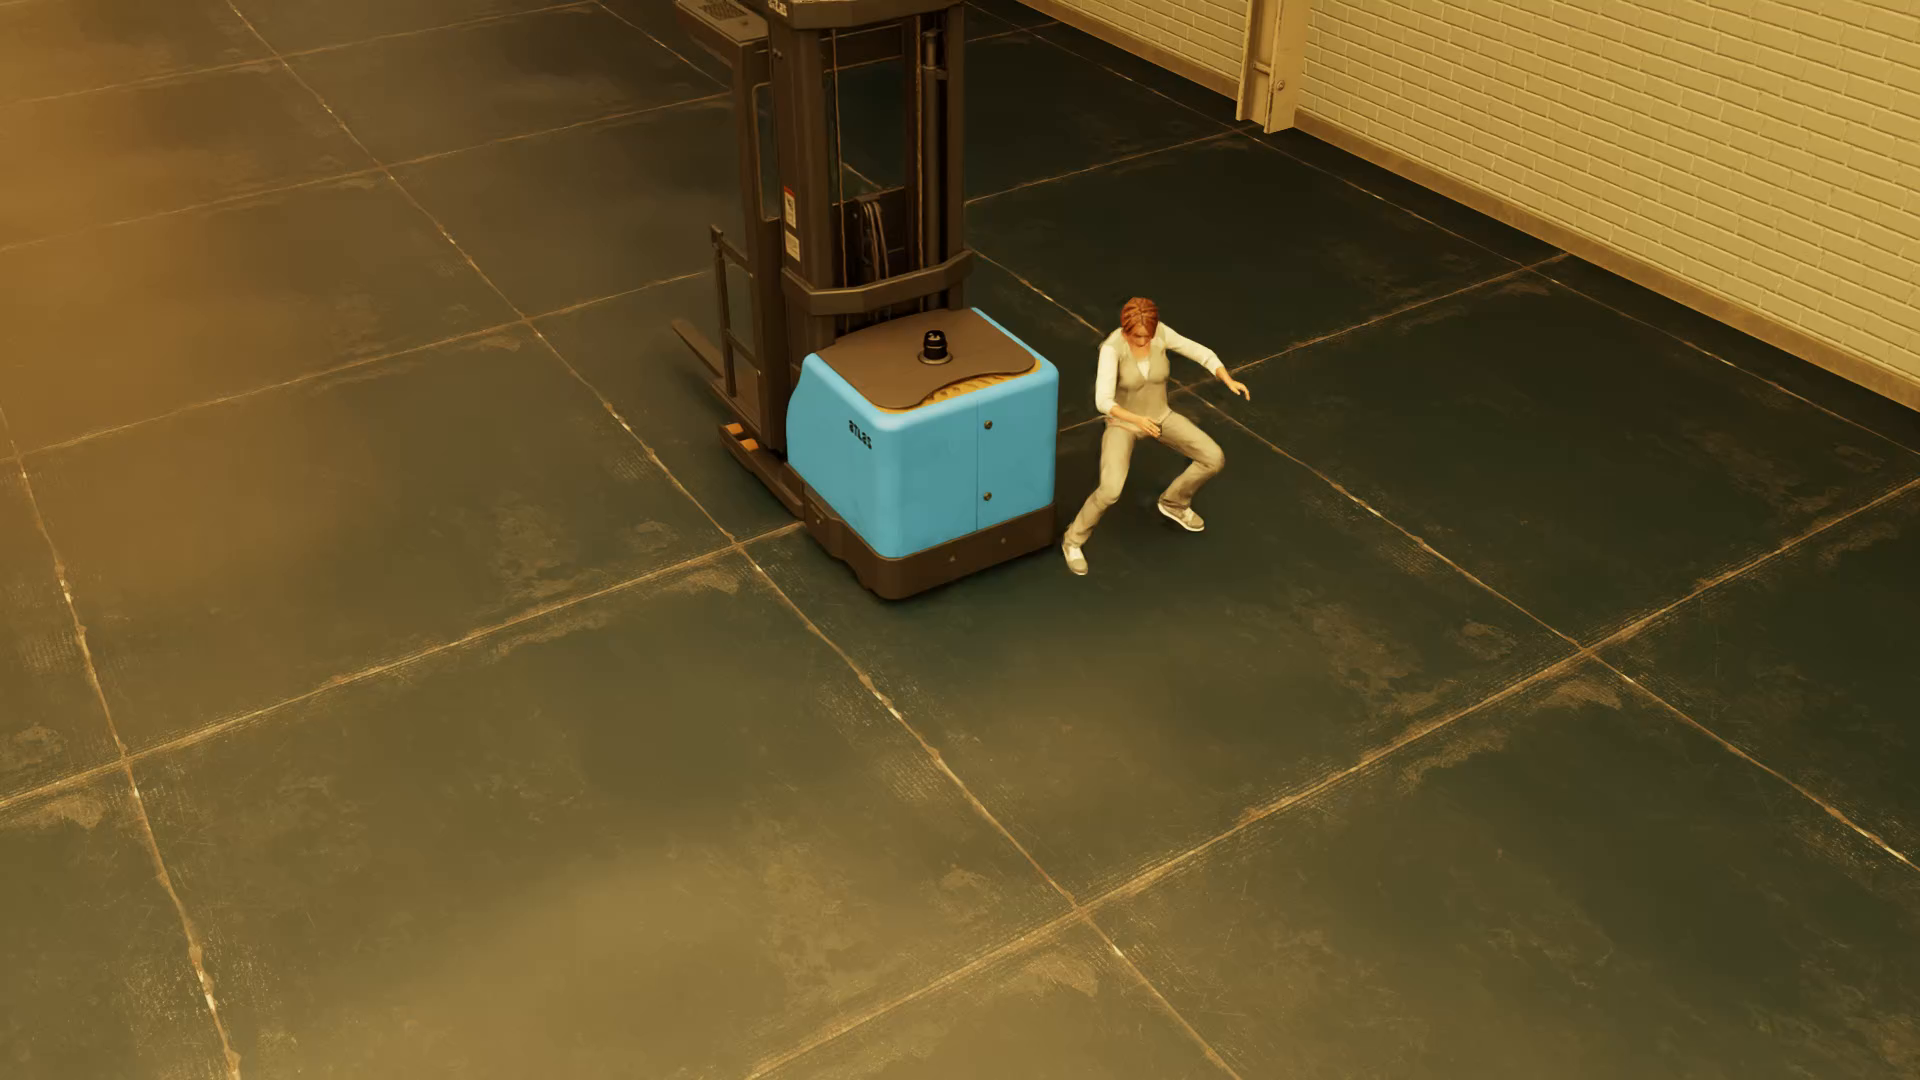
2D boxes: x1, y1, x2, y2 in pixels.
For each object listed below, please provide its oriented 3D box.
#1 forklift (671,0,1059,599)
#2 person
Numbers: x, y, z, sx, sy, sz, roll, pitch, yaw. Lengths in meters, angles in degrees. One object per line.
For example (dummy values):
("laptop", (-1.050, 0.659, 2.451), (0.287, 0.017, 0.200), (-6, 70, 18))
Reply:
("forklift", (-0.704, -1.725, 8.602), (1.130, 2.935, 3.031), (-19, 40, -25))
("person", (0.943, -0.520, 8.267), (0.857, 1.386, 0.683), (-10, 36, -13))
